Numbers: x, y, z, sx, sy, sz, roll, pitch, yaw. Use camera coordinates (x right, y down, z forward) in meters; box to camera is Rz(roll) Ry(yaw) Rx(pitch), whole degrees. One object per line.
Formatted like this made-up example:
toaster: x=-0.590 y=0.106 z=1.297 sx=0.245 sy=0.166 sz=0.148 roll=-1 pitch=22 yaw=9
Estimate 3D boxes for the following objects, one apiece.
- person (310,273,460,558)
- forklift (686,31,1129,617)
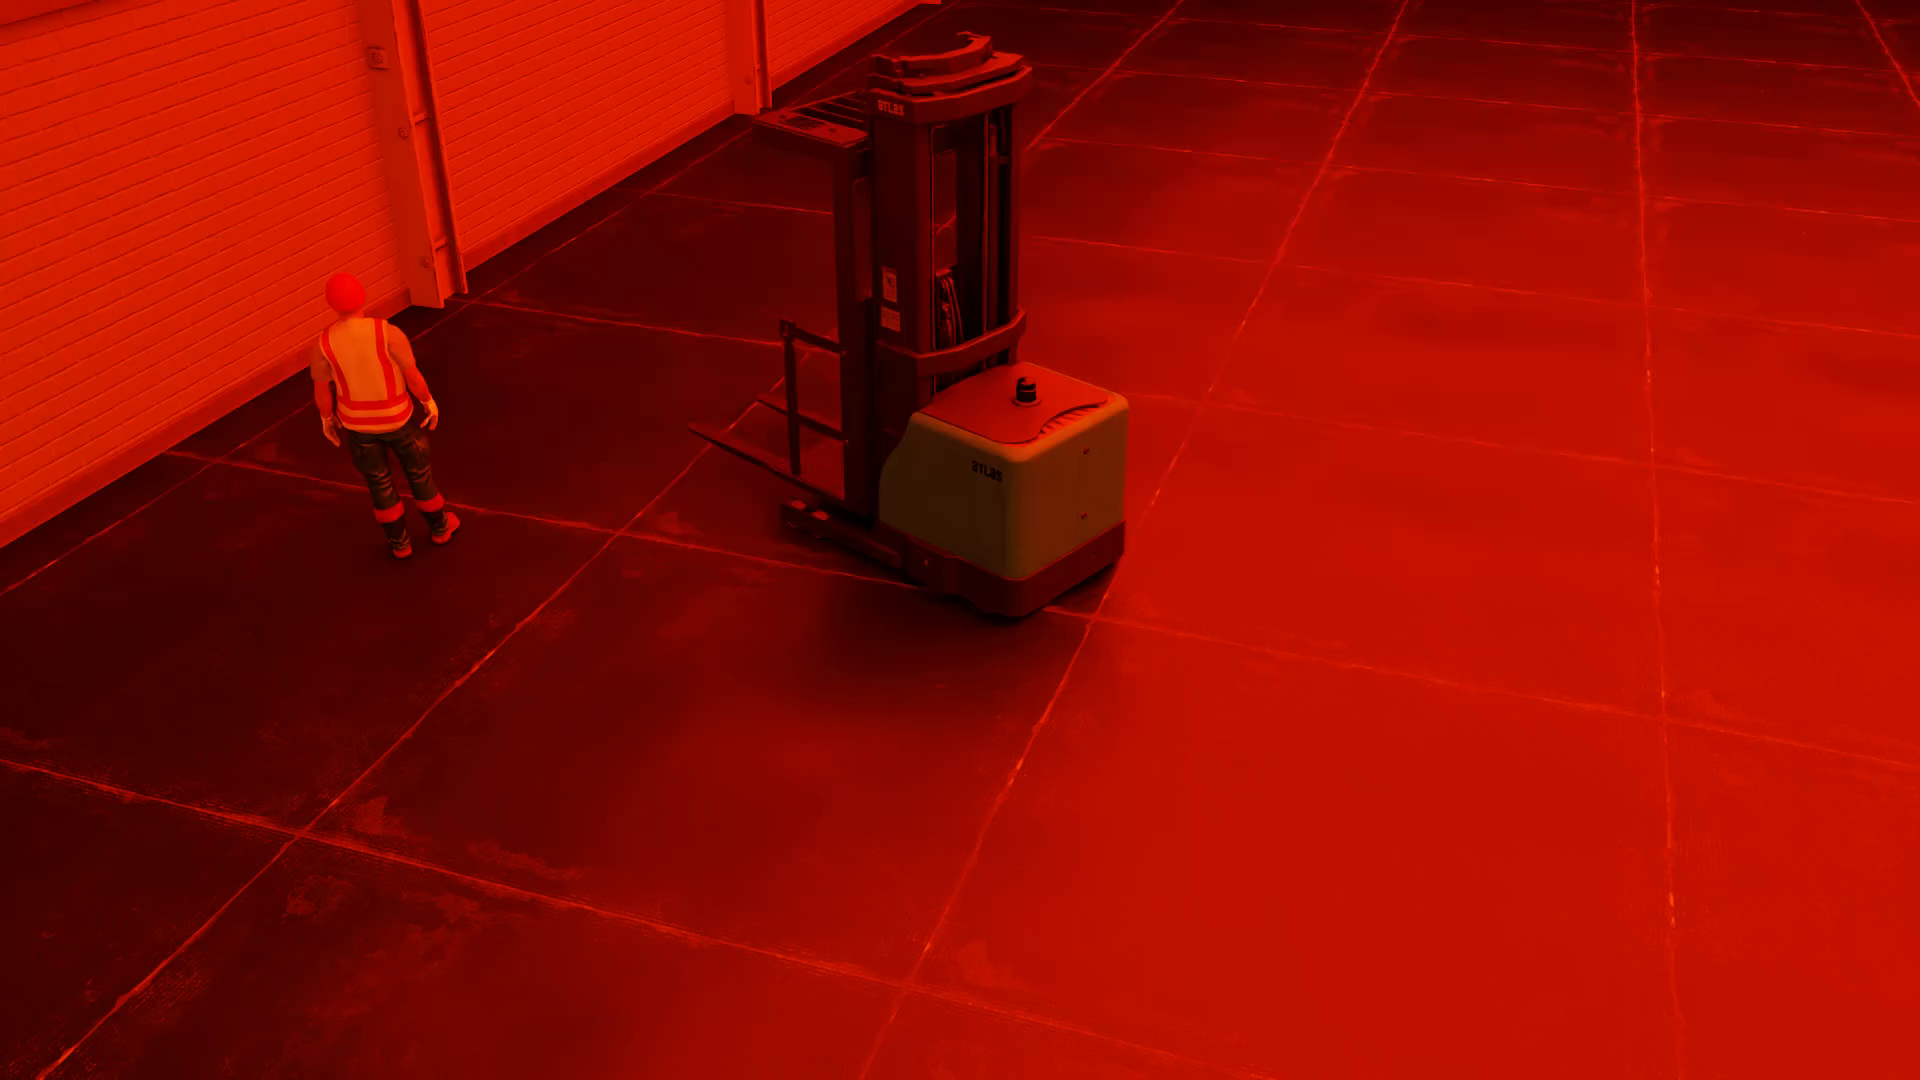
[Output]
person: x=-3.332 y=-0.736 z=9.565 sx=0.638 sy=1.787 sz=0.566 roll=-6 pitch=30 yaw=-11
forklift: x=-0.465 y=-1.456 z=9.691 sx=3.031 sy=2.935 sz=1.130 roll=24 pitch=38 yaw=36
